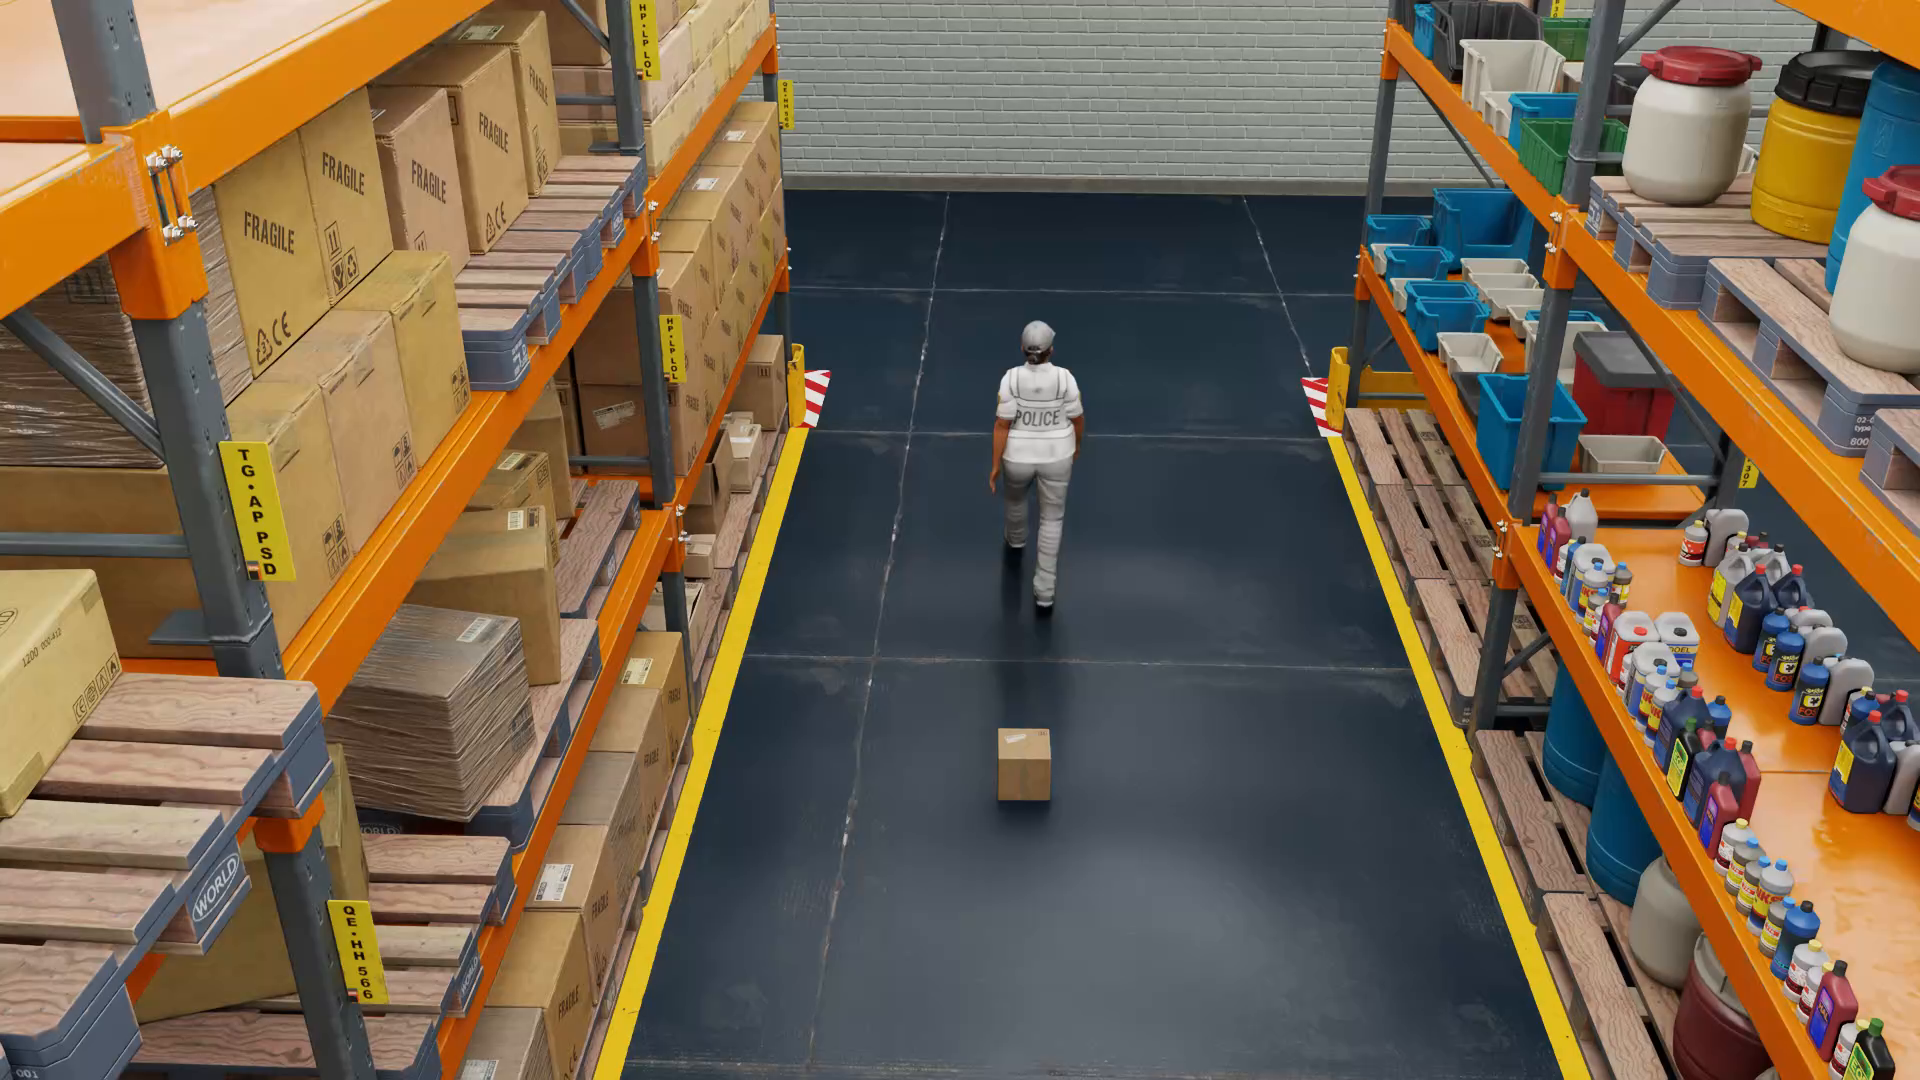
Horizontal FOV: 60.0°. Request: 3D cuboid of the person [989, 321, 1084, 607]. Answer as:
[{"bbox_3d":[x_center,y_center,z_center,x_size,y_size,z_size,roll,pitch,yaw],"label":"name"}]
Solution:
[{"bbox_3d":[0.453,-0.530,9.584,0.514,1.606,0.993,4,28,7],"label":"person"}]
